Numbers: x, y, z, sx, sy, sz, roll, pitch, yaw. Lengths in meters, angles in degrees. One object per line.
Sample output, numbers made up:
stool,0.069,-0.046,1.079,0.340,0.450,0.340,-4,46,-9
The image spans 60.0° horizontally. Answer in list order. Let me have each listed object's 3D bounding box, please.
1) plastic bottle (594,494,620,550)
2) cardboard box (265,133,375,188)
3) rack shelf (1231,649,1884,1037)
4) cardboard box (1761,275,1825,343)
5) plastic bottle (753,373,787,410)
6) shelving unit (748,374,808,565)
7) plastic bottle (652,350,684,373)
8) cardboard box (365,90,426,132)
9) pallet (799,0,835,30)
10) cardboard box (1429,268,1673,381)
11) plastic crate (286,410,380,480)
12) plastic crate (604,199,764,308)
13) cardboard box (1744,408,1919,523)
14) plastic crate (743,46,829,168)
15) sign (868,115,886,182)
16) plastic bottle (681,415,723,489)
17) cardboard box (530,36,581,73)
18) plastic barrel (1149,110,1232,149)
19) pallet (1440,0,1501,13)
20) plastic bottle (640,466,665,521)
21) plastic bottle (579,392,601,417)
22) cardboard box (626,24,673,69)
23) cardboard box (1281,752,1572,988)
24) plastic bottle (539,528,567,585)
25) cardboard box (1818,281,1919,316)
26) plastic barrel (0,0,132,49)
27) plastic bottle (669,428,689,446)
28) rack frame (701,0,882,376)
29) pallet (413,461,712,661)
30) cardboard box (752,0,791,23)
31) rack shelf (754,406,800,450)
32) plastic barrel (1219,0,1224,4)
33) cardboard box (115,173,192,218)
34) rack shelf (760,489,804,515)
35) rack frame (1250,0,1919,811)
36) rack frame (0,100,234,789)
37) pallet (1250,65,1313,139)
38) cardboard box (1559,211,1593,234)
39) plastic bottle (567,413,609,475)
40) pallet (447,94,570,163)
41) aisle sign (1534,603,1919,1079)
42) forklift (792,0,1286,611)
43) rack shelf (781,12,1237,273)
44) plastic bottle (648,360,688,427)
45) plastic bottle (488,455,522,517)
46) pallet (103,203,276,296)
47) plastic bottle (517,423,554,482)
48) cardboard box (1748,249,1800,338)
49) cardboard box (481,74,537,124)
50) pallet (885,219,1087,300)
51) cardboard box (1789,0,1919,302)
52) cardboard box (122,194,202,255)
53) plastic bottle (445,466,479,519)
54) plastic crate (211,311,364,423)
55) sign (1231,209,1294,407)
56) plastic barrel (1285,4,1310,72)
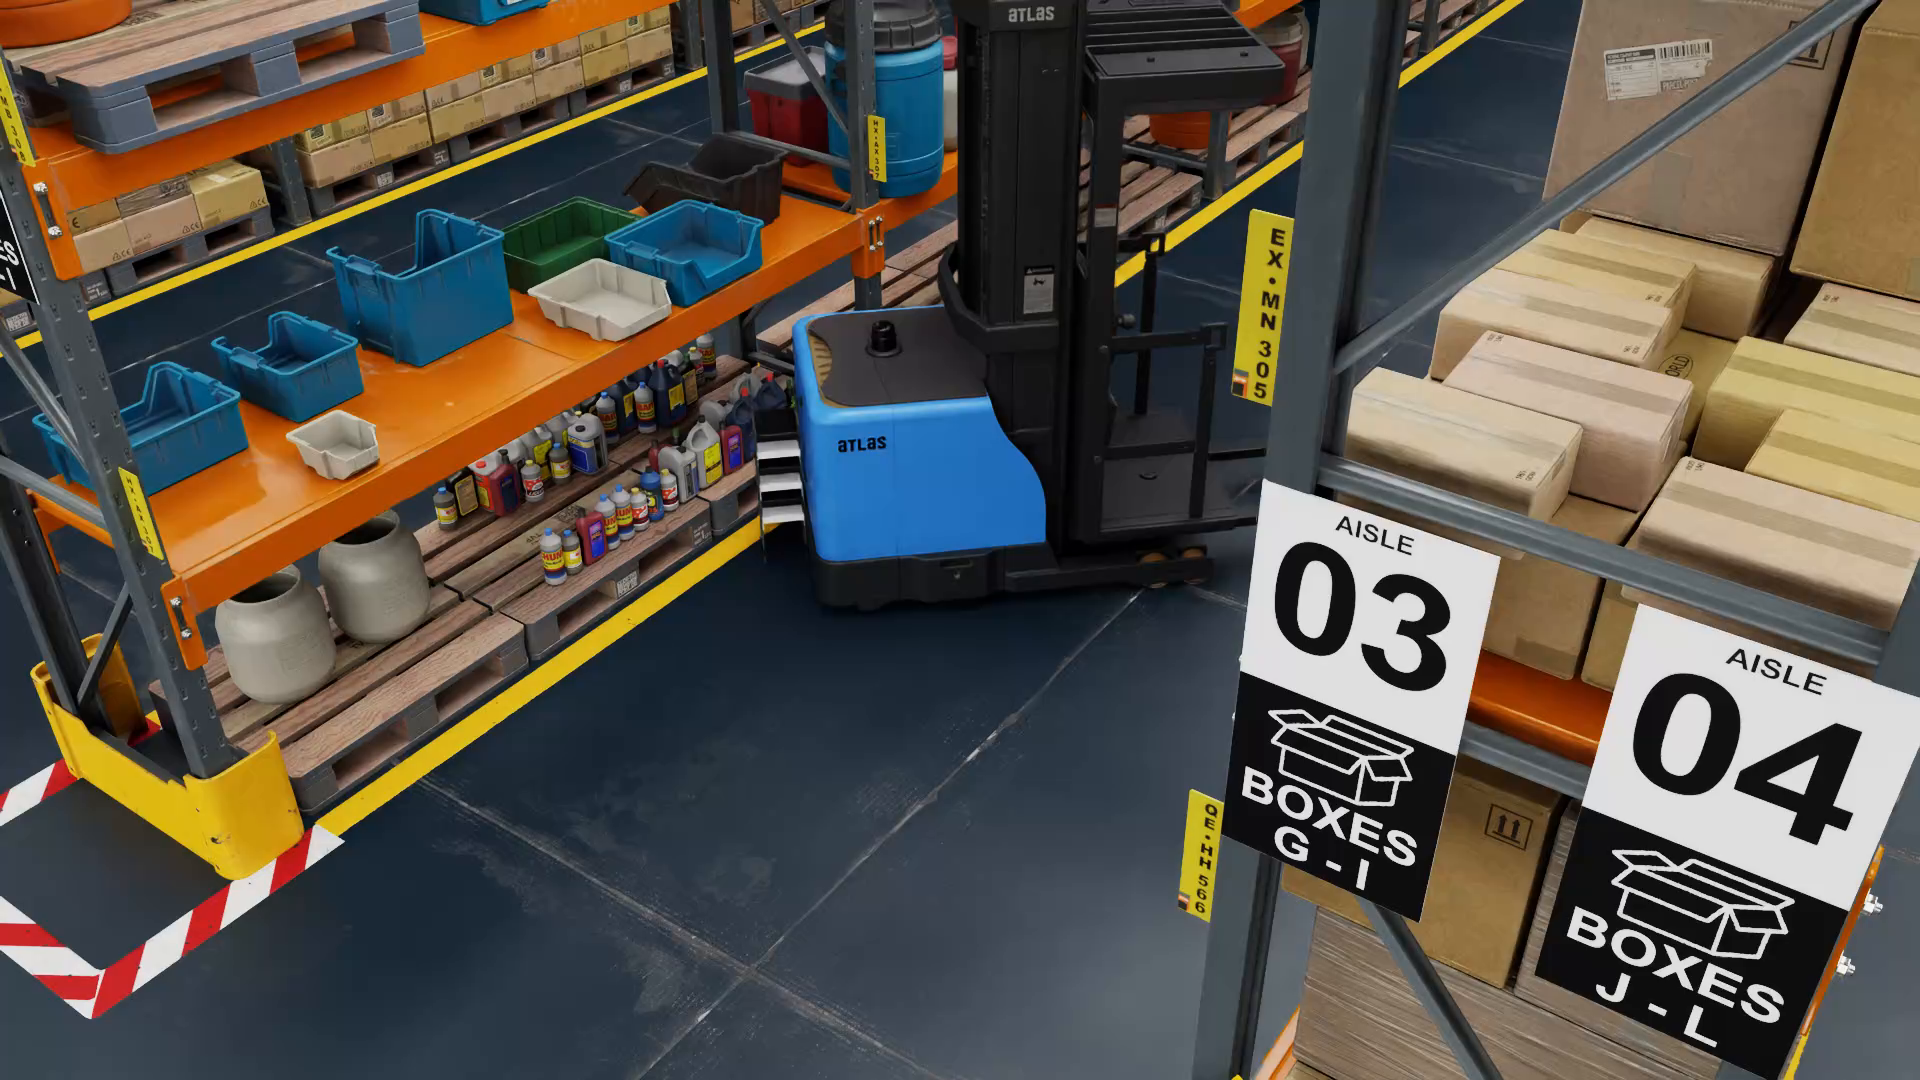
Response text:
plastic bottle,-1.648,-0.092,7.752,0.097,0.271,0.097,0,34,0
cardboard box,-4.486,-2.714,11.665,0.500,0.250,0.500,20,39,27
rack shelf,2.076,-0.431,4.174,1.077,0.370,4.000,21,39,28
cardboard box,1.997,-0.351,3.548,0.500,0.250,0.500,21,39,28
plastic bottle,-0.983,-0.685,8.557,0.144,0.351,0.185,20,39,27
shelving unit,-0.864,-0.329,7.933,0.210,0.900,0.258,-6,34,-8
plastic bottle,-1.556,-0.878,8.910,0.152,0.276,0.135,23,40,30
cardboard box,-4.190,-3.179,11.852,0.500,0.311,0.500,21,39,28
pallet,-1.486,-5.149,15.675,1.003,0.211,1.213,21,39,28
cardboard box,1.148,-0.382,3.237,0.380,0.149,0.250,19,39,26
plastic crate,-2.359,-0.348,6.322,0.298,0.136,0.250,21,39,28
plastic crate,-1.261,-1.331,7.673,0.499,0.251,0.616,21,39,28
cardboard box,1.510,-0.052,2.750,0.380,0.149,0.250,22,40,29
plastic crate,-0.828,-2.336,8.969,0.402,0.464,0.583,21,39,28
sign,-0.407,-1.922,8.168,0.100,0.325,0.005,21,39,28
plastic bottle,-1.277,-0.448,8.207,0.144,0.351,0.185,21,39,28
cardboard box,-3.317,-3.888,12.901,0.500,0.311,0.500,21,39,28
plastic barrel,1.693,-3.335,12.066,0.600,0.830,0.708,21,39,28
pallet,4.791,-5.430,16.090,1.003,0.211,1.213,21,39,28
plastic bottle,-1.476,-0.232,7.958,0.097,0.271,0.097,0,34,0
plastic bottle,-1.890,-0.657,8.576,0.061,0.283,0.133,23,40,30
cardboard box,-2.739,-4.128,13.756,0.500,0.250,0.500,22,40,29
cardboard box,1.046,0.523,3.551,0.500,0.500,0.500,21,39,28
plastic bottle,-1.844,0.065,7.518,0.097,0.271,0.097,0,34,0
cardboard box,1.908,-0.421,3.295,0.380,0.149,0.250,21,39,28
plastic barrel,-2.961,-2.006,5.103,0.600,0.830,0.708,21,39,28
plastic bottle,-1.376,-0.441,8.257,0.061,0.283,0.133,21,39,28
rack frame,-0.853,-1.988,8.513,1.000,3.000,0.127,21,39,28
pallet,-1.965,0.026,8.023,1.003,0.211,1.213,21,39,28
cardboard box,-1.851,-4.921,14.688,0.500,0.500,0.500,20,39,27
rack shelf,-0.864,-0.525,7.800,0.200,0.077,0.258,-6,34,-8
plastic barrel,1.412,-3.575,10.738,0.600,0.536,0.708,21,39,28
cardboard box,-5.299,-2.408,10.544,0.500,0.500,0.500,21,39,28
rack shelf,-0.864,-0.227,8.002,0.200,0.077,0.258,-6,34,-8
rack frame,0.935,-1.051,1.771,1.000,3.000,0.127,21,39,28
rack frame,-3.133,-0.148,5.791,1.000,3.000,0.127,21,39,28
pallet,2.540,-3.609,13.399,1.003,0.211,1.213,21,39,28
cardboard box,1.585,-0.735,3.760,0.380,0.149,0.250,19,39,26
plastic bottle,-1.868,-0.485,8.329,0.152,0.276,0.135,21,39,28
pallet,-3.837,-3.333,12.990,1.003,0.211,1.213,21,39,28
aisle sign,1.147,0.482,2.539,0.394,0.787,0.004,21,39,28
forklift,0.754,-1.272,7.515,3.031,2.935,1.130,-6,34,-8
rack shelf,0.288,-2.611,10.075,1.077,0.370,4.000,21,39,28
plastic bottle,-1.535,-0.788,8.710,0.144,0.351,0.185,21,39,28
plastic bottle,-2.192,-0.263,7.994,0.061,0.283,0.133,21,39,28
pallet,-5.408,-2.065,11.115,1.003,0.211,1.213,21,39,28
plastic bottle,-2.110,-0.466,8.234,0.144,0.351,0.185,23,40,30
cardboard box,1.583,-0.513,3.787,0.500,0.250,0.500,22,40,29
cardboard box,-3.610,-3.422,12.712,0.500,0.250,0.500,22,40,29
pallet,0.258,-1.771,10.680,1.003,0.211,1.213,21,39,28
cardboard box,2.004,-0.777,3.242,0.500,0.500,0.500,21,39,28
cardboard box,-5.298,-2.097,10.753,0.500,0.250,0.500,21,39,28
plastic bottle,-2.395,-0.250,7.973,0.061,0.283,0.133,22,40,29
plastic crate,-2.719,-0.709,6.754,0.499,0.251,0.408,21,39,28
sign,0.491,-0.361,2.639,0.100,0.325,0.005,21,39,28
plastic barrel,2.585,-4.011,13.350,0.421,0.512,0.421,0,34,0
